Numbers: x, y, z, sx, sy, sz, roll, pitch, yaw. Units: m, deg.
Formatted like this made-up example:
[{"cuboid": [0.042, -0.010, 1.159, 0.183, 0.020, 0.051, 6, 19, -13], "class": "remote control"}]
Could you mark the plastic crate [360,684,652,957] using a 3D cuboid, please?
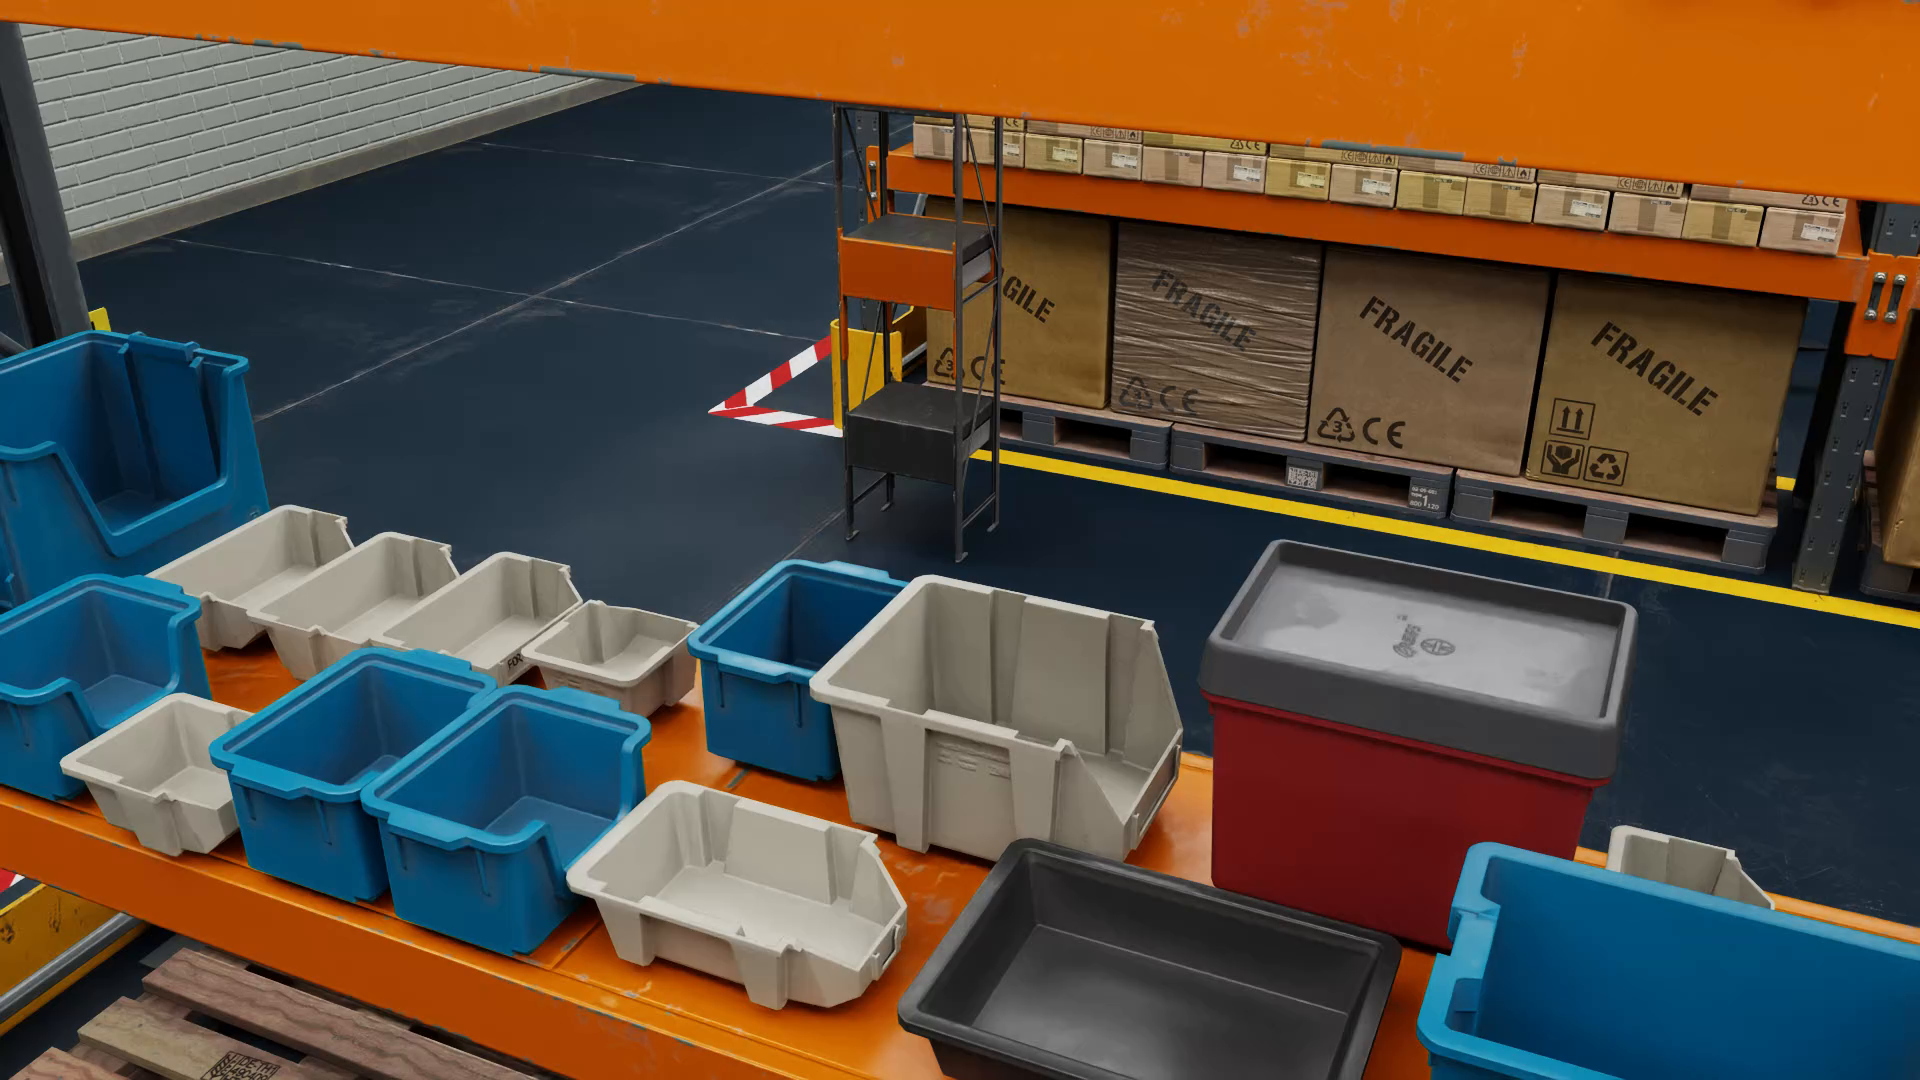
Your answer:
[{"cuboid": [-0.686, 0.437, 2.588, 0.300, 0.233, 0.416, 11, 28, 22], "class": "plastic crate"}]

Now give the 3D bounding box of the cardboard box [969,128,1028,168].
[{"cuboid": [0.225, -1.719, 7.130, 0.250, 0.149, 0.380, 11, 28, 21], "class": "cardboard box"}]

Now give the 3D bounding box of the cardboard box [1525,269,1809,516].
[{"cuboid": [2.877, -0.732, 6.772, 0.875, 0.875, 0.875, 11, 28, 22], "class": "cardboard box"}]

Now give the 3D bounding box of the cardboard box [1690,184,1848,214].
[{"cuboid": [2.935, -1.386, 6.002, 0.500, 0.250, 0.500, 11, 28, 21], "class": "cardboard box"}]

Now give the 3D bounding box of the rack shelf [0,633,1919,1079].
[{"cuboid": [-0.426, 0.604, 2.941, 4.000, 0.370, 1.077, 11, 28, 22], "class": "rack shelf"}]

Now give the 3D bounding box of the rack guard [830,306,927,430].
[{"cuboid": [-0.218, -0.959, 8.131, 0.348, 0.500, 1.175, 11, 28, 22], "class": "rack guard"}]

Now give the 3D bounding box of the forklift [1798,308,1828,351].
[{"cuboid": [2.906, -2.383, 8.271, 3.031, 2.935, 1.130, 8, 27, 15], "class": "forklift"}]

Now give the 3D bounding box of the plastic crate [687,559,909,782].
[{"cuboid": [-0.271, 0.236, 2.995, 0.300, 0.233, 0.416, 11, 28, 22], "class": "plastic crate"}]

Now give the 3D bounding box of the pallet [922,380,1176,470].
[{"cuboid": [0.564, -0.710, 7.953, 1.213, 0.211, 1.003, 11, 28, 22], "class": "pallet"}]

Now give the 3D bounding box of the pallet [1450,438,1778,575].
[{"cuboid": [2.785, -0.264, 7.047, 1.213, 0.211, 1.003, 11, 28, 22], "class": "pallet"}]

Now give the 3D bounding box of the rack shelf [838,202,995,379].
[{"cuboid": [-0.151, -0.960, 6.354, 0.480, 0.518, 0.431, 11, 28, 22], "class": "rack shelf"}]

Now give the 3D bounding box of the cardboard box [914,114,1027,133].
[{"cuboid": [0.129, -1.946, 7.139, 0.500, 0.250, 0.500, 11, 28, 20], "class": "cardboard box"}]

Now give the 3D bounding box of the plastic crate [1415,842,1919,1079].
[{"cuboid": [0.829, 0.679, 1.925, 0.575, 0.384, 0.392, 11, 28, 22], "class": "plastic crate"}]

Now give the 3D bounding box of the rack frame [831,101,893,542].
[{"cuboid": [-0.373, -1.017, 6.438, 0.015, 2.100, 0.400, 11, 28, 22], "class": "rack frame"}]

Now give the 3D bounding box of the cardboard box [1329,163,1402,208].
[{"cuboid": [1.631, -1.437, 6.558, 0.250, 0.149, 0.380, 12, 29, 23], "class": "cardboard box"}]

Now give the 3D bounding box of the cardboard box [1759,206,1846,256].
[{"cuboid": [3.032, -1.156, 5.986, 0.250, 0.149, 0.380, 12, 28, 22], "class": "cardboard box"}]

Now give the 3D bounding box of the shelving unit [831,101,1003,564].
[{"cuboid": [-0.151, -0.972, 6.348, 0.503, 2.100, 0.431, 11, 28, 22], "class": "shelving unit"}]

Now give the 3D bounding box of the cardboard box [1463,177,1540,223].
[{"cuboid": [2.095, -1.344, 6.368, 0.250, 0.149, 0.380, 12, 29, 23], "class": "cardboard box"}]

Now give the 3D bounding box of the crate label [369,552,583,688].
[{"cuboid": [-0.908, 0.183, 3.212, 0.243, 0.136, 0.396, 11, 28, 22], "class": "crate label"}]

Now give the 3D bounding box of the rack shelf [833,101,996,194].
[{"cuboid": [-0.151, -1.588, 6.045, 0.480, 0.518, 0.431, 11, 28, 22], "class": "rack shelf"}]

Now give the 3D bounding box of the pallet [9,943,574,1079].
[{"cuboid": [-1.512, 1.333, 3.803, 1.213, 0.211, 1.003, 11, 28, 22], "class": "pallet"}]

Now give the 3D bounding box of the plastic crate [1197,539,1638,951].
[{"cuboid": [0.686, 0.327, 2.549, 0.583, 0.464, 0.402, 11, 28, 22], "class": "plastic crate"}]

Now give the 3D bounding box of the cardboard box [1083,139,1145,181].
[{"cuboid": [0.696, -1.625, 6.939, 0.250, 0.149, 0.380, 11, 28, 21], "class": "cardboard box"}]

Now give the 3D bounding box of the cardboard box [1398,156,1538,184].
[{"cuboid": [1.998, -1.573, 6.381, 0.500, 0.250, 0.500, 12, 29, 23], "class": "cardboard box"}]

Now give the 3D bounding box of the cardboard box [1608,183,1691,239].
[{"cuboid": [2.564, -1.250, 6.177, 0.250, 0.149, 0.380, 11, 28, 21], "class": "cardboard box"}]

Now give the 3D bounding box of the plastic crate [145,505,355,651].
[{"cuboid": [-1.429, 0.084, 3.415, 0.243, 0.136, 0.396, 11, 28, 22], "class": "plastic crate"}]

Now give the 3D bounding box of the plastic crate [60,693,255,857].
[{"cuboid": [-1.283, 0.401, 2.771, 0.298, 0.136, 0.250, 11, 28, 22], "class": "plastic crate"}]

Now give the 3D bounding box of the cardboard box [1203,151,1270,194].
[{"cuboid": [1.162, -1.531, 6.749, 0.250, 0.149, 0.380, 11, 28, 21], "class": "cardboard box"}]

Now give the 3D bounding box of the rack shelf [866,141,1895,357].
[{"cuboid": [1.625, -1.387, 6.986, 4.000, 0.370, 1.077, 11, 28, 22], "class": "rack shelf"}]

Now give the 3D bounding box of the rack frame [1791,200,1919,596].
[{"cuboid": [3.445, -1.344, 6.085, 0.127, 3.000, 1.000, 11, 28, 22], "class": "rack frame"}]

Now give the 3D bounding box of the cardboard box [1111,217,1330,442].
[{"cuboid": [1.248, -1.060, 7.436, 0.875, 0.875, 0.875, 11, 28, 22], "class": "cardboard box"}]

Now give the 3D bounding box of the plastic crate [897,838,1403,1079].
[{"cuboid": [0.265, 0.647, 2.283, 0.590, 0.125, 0.437, 11, 28, 22], "class": "plastic crate"}]

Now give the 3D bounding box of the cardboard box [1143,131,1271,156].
[{"cuboid": [1.061, -1.760, 6.762, 0.500, 0.250, 0.500, 10, 28, 20], "class": "cardboard box"}]
